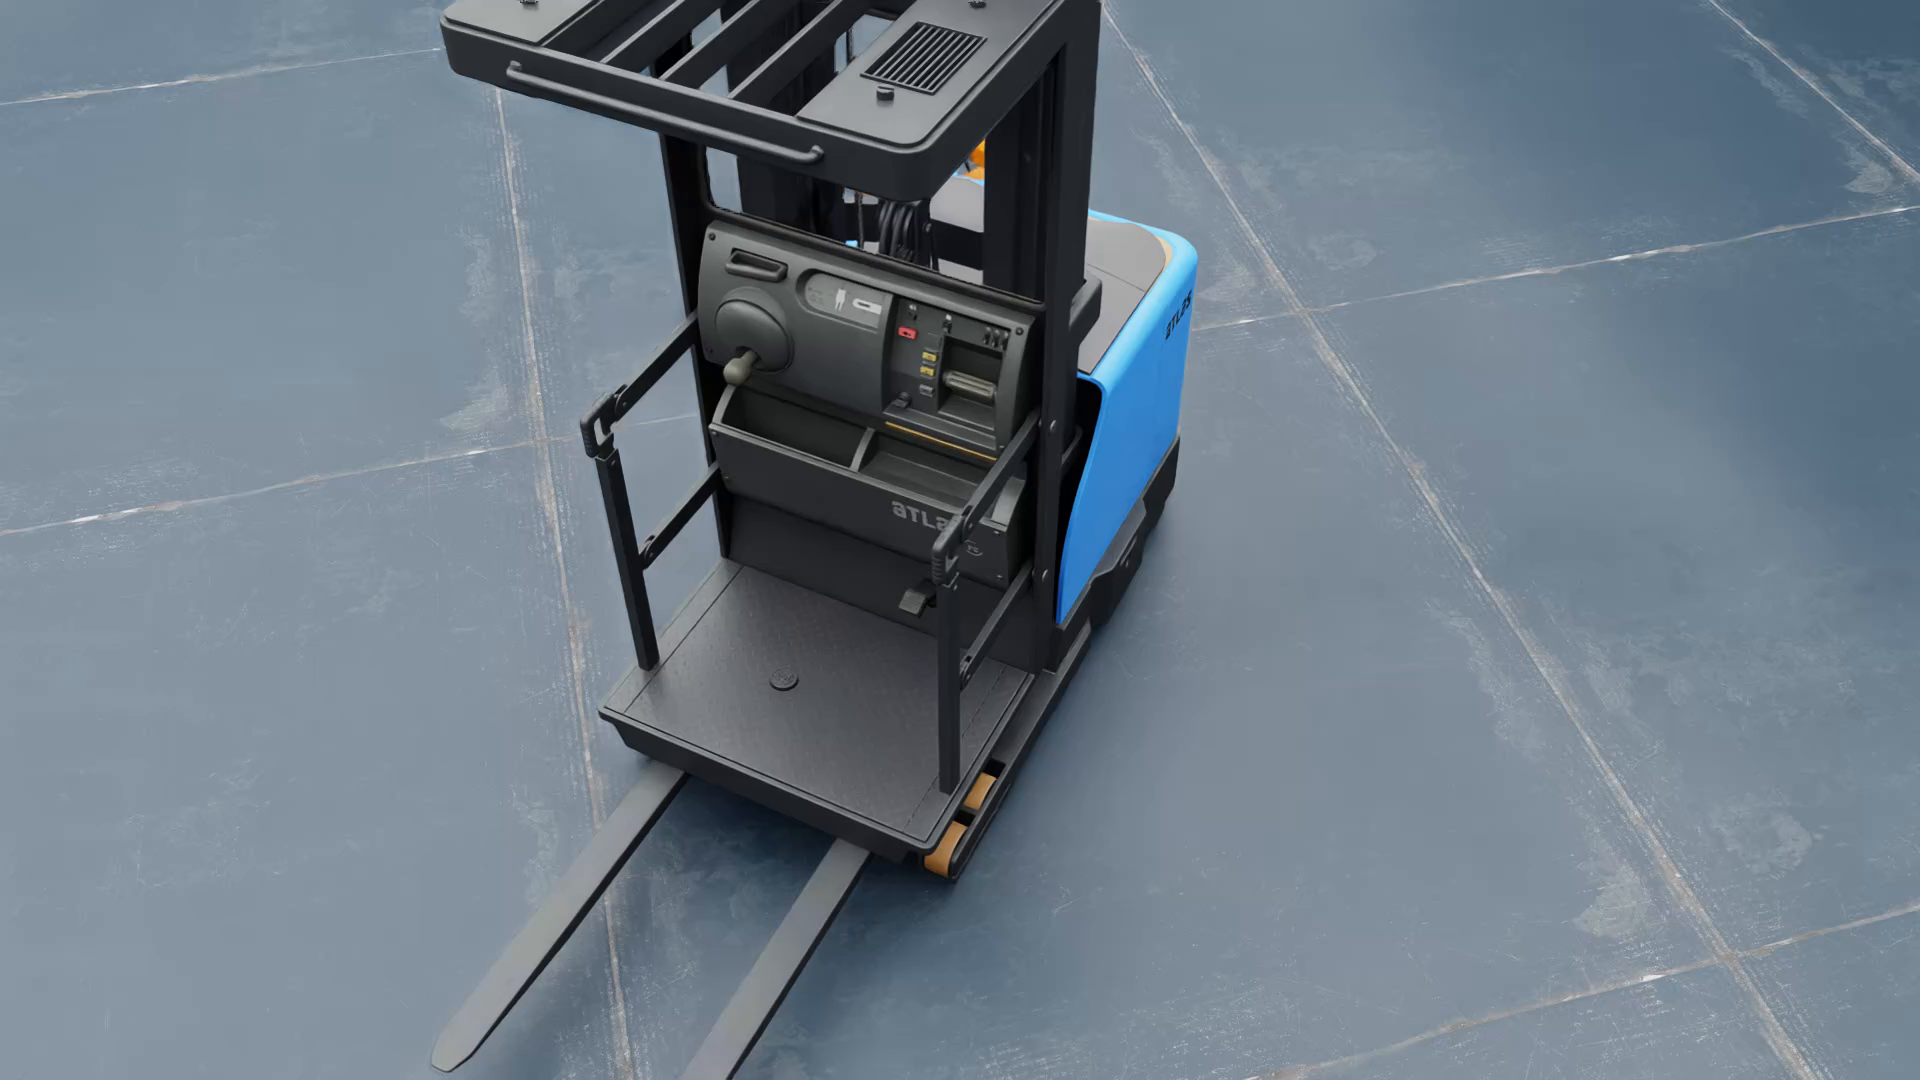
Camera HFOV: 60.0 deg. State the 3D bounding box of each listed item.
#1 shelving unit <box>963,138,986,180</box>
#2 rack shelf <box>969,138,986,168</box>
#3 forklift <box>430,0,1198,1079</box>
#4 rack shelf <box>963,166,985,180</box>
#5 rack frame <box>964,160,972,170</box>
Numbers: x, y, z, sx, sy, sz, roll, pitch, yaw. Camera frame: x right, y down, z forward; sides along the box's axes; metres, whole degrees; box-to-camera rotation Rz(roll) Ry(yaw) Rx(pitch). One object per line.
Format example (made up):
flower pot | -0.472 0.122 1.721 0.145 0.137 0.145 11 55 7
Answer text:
shelving unit | 0.177 -1.026 5.915 0.258 1.200 0.503 -30 53 -26
rack shelf | 0.177 -1.301 5.635 0.258 0.148 0.480 -30 53 -26
forklift | -0.353 -0.423 4.112 1.130 2.935 3.031 20 49 18
rack shelf | 0.177 -1.135 5.804 0.258 0.148 0.480 -30 53 -26
rack frame | 0.024 -1.161 6.048 0.240 1.200 0.015 -30 53 -26
